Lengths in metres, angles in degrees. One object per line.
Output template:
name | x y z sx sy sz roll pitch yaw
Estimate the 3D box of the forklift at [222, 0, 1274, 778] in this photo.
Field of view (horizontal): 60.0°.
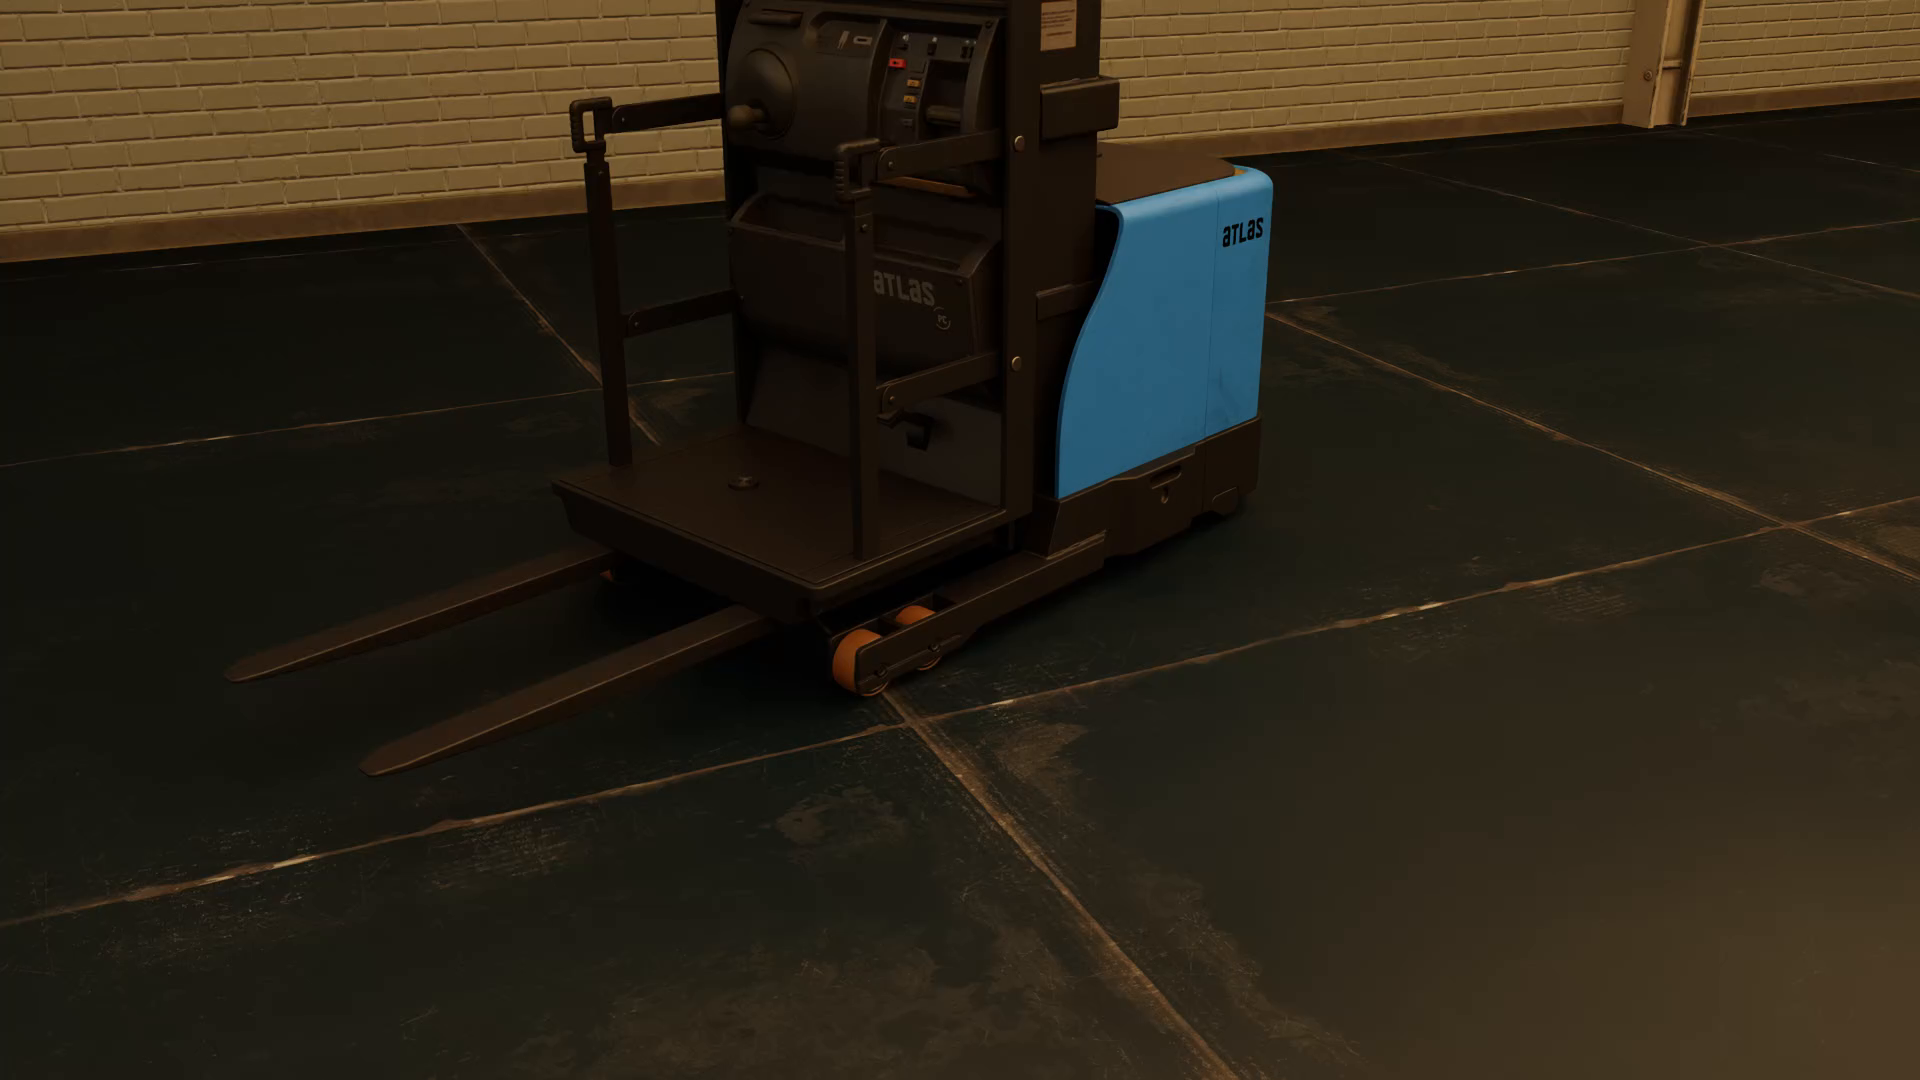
forklift | -0.413 -1.182 4.131 1.130 2.935 3.031 19 29 39
